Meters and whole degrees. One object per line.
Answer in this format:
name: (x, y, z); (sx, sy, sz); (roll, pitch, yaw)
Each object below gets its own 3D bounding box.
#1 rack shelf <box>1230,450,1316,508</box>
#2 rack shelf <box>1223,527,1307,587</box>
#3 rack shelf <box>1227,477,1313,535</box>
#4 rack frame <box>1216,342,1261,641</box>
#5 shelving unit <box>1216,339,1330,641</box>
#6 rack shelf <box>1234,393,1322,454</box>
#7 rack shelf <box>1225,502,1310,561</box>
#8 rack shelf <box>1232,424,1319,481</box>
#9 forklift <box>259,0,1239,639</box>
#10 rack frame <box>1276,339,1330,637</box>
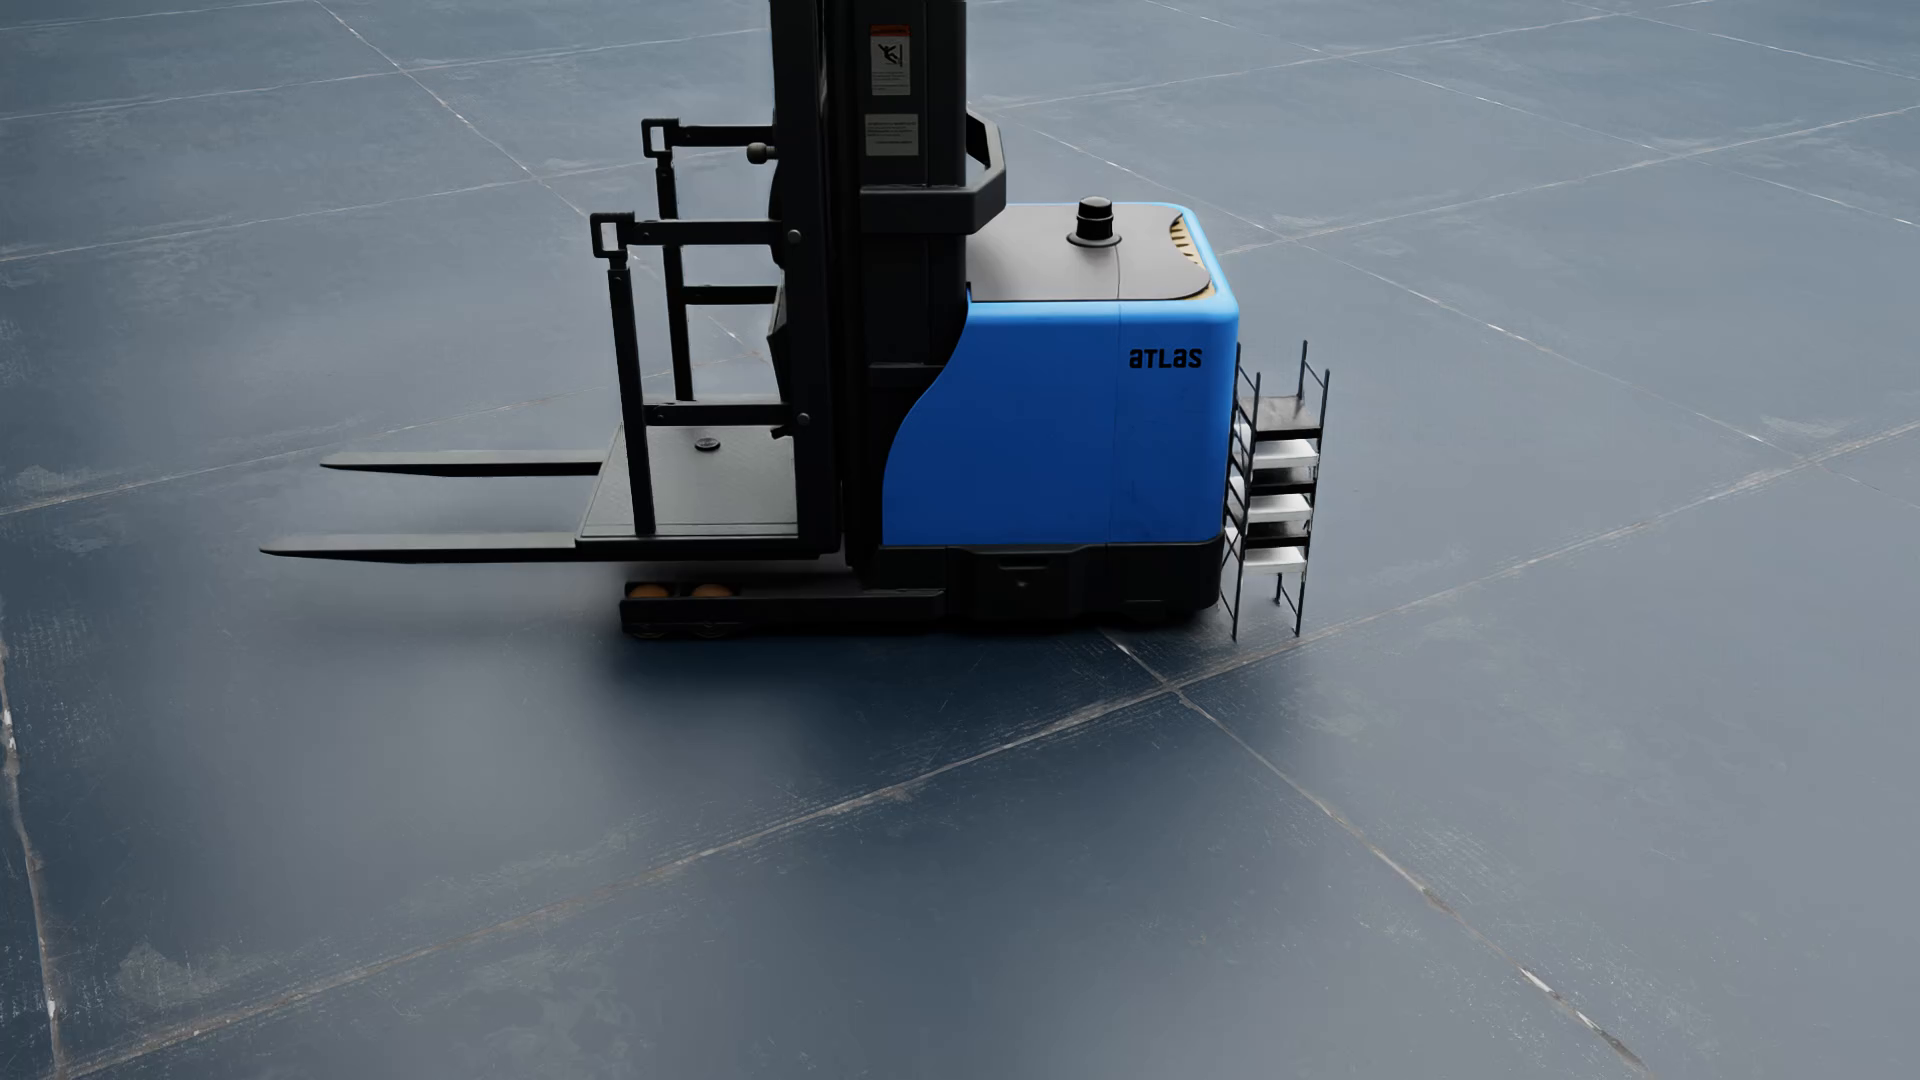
rack shelf: (0.943, -0.192, 5.050); (0.200, 0.077, 0.258); (-3, 29, -6)
rack shelf: (0.943, 0.044, 5.181); (0.200, 0.077, 0.258); (-3, 29, -6)
rack shelf: (0.943, -0.114, 5.094); (0.200, 0.077, 0.258); (-3, 29, -6)
rack frame: (0.842, -0.137, 5.067); (0.006, 0.900, 0.240); (-3, 29, -6)
shelving unit: (0.943, -0.143, 5.078); (0.210, 0.900, 0.258); (-3, 29, -6)
rack shelf: (0.943, -0.350, 4.963); (0.200, 0.077, 0.258); (-3, 29, -6)
rack shelf: (0.943, -0.035, 5.137); (0.200, 0.077, 0.258); (-3, 29, -6)
rack shelf: (0.943, -0.271, 5.007); (0.200, 0.077, 0.258); (-3, 29, -6)
forklift: (-0.701, -1.234, 4.953); (3.031, 2.935, 1.130); (-1, 29, -1)
rack frame: (1.044, -0.148, 5.088); (0.006, 0.900, 0.240); (-3, 29, -6)
